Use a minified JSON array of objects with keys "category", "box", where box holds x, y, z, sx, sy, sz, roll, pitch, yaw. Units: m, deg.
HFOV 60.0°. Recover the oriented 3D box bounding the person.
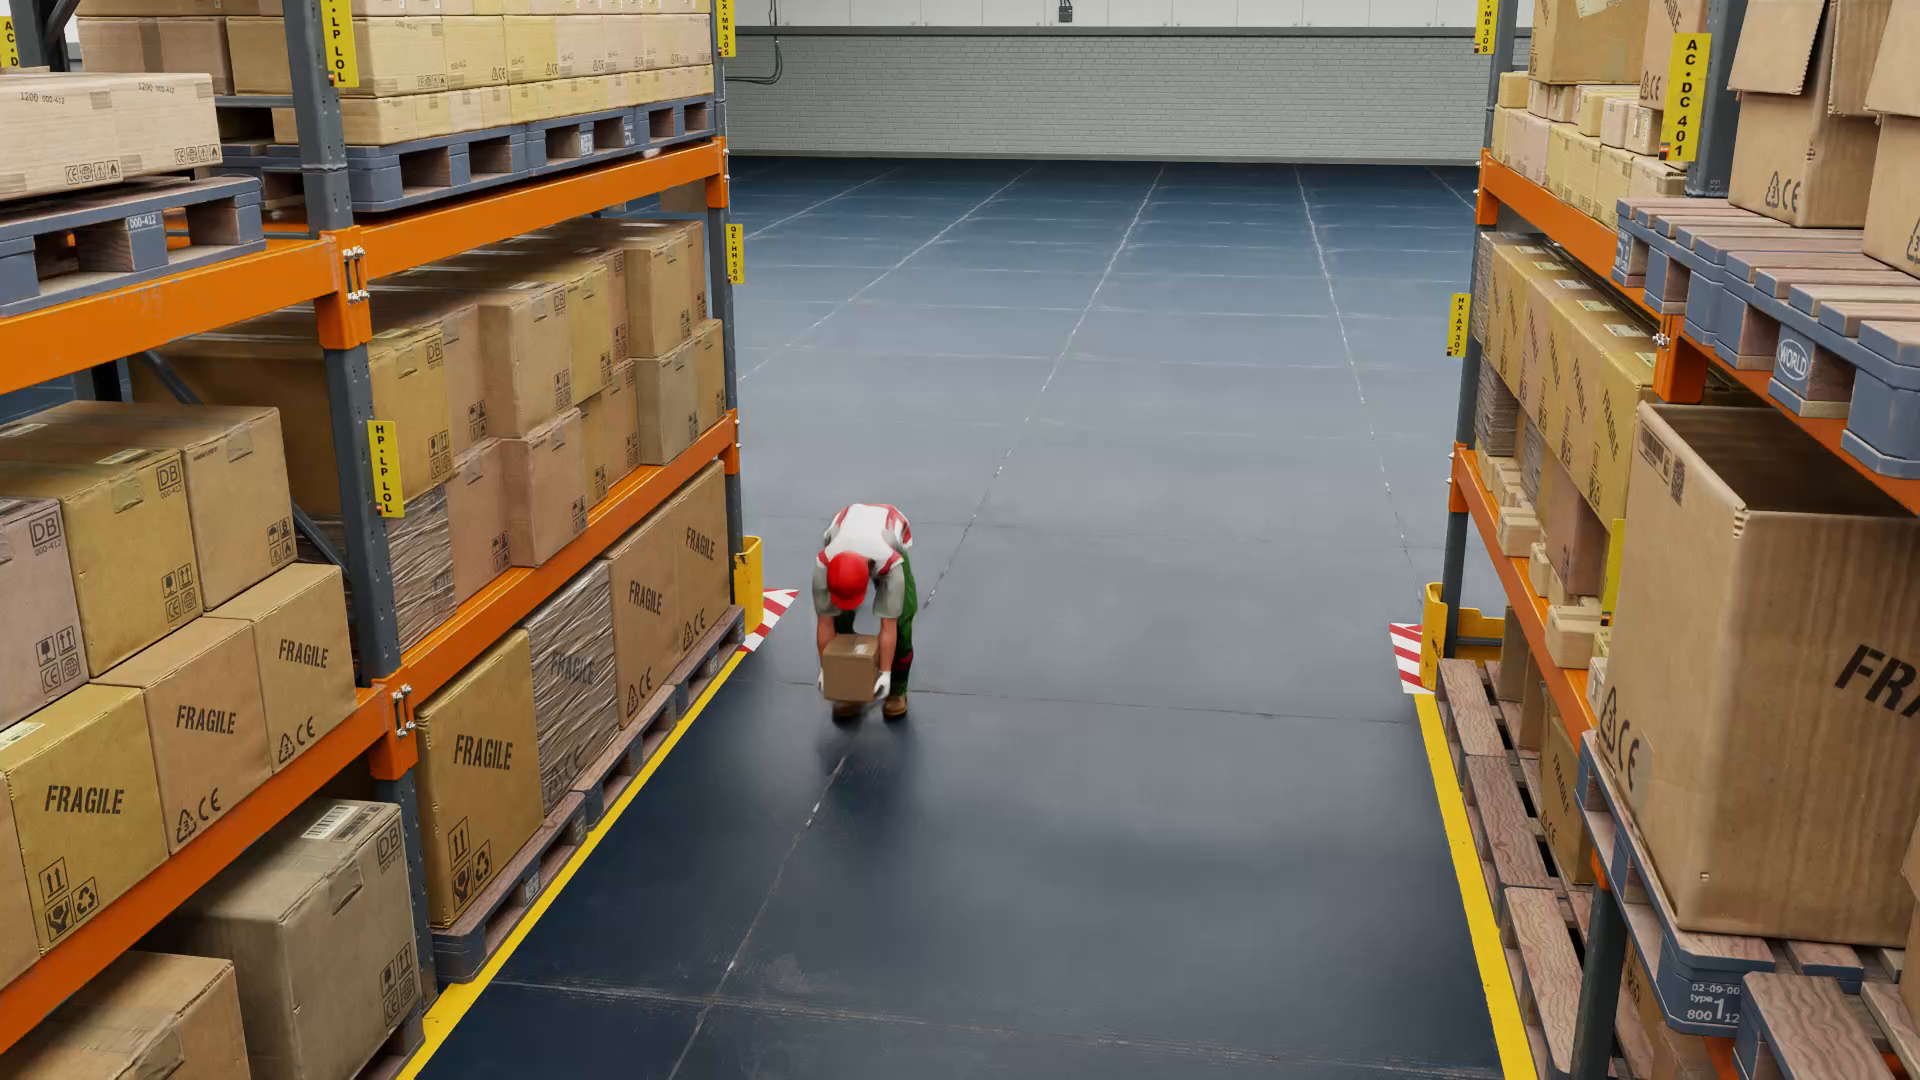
[{"category":"person","box":[-0.455,0.046,8.377,0.494,1.783,0.568,3,18,10]}]
